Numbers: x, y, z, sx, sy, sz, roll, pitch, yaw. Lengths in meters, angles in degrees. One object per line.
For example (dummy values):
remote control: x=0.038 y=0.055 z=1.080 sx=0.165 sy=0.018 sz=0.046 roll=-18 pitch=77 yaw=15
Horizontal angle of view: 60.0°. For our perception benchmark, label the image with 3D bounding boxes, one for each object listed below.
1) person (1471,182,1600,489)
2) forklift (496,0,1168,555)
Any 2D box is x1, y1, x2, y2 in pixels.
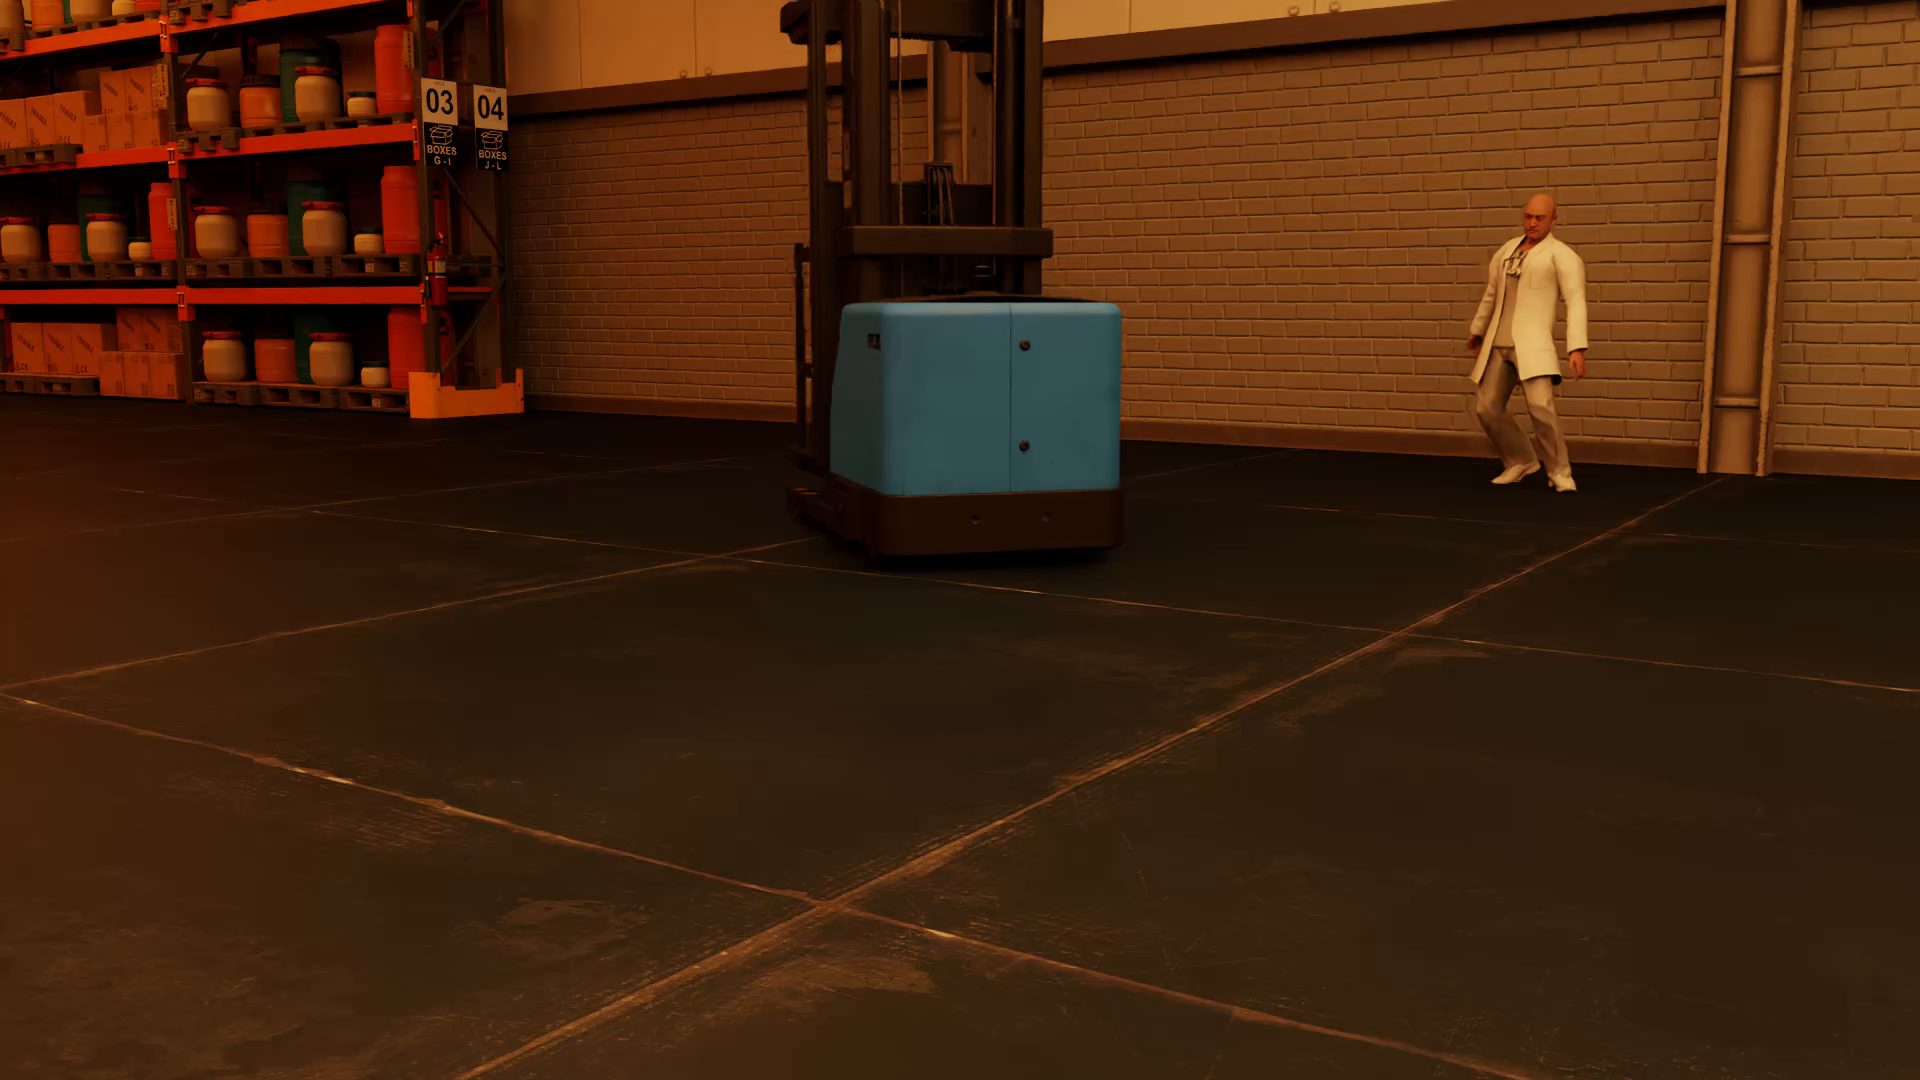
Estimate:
person: x=3.393 y=-1.211 z=9.833 sx=0.432 sy=1.773 sz=0.742 roll=-6 pitch=10 yaw=-36
forklift: x=-0.596 y=-1.469 z=7.520 sx=3.031 sy=2.935 sz=1.130 roll=2 pitch=8 yaw=12
